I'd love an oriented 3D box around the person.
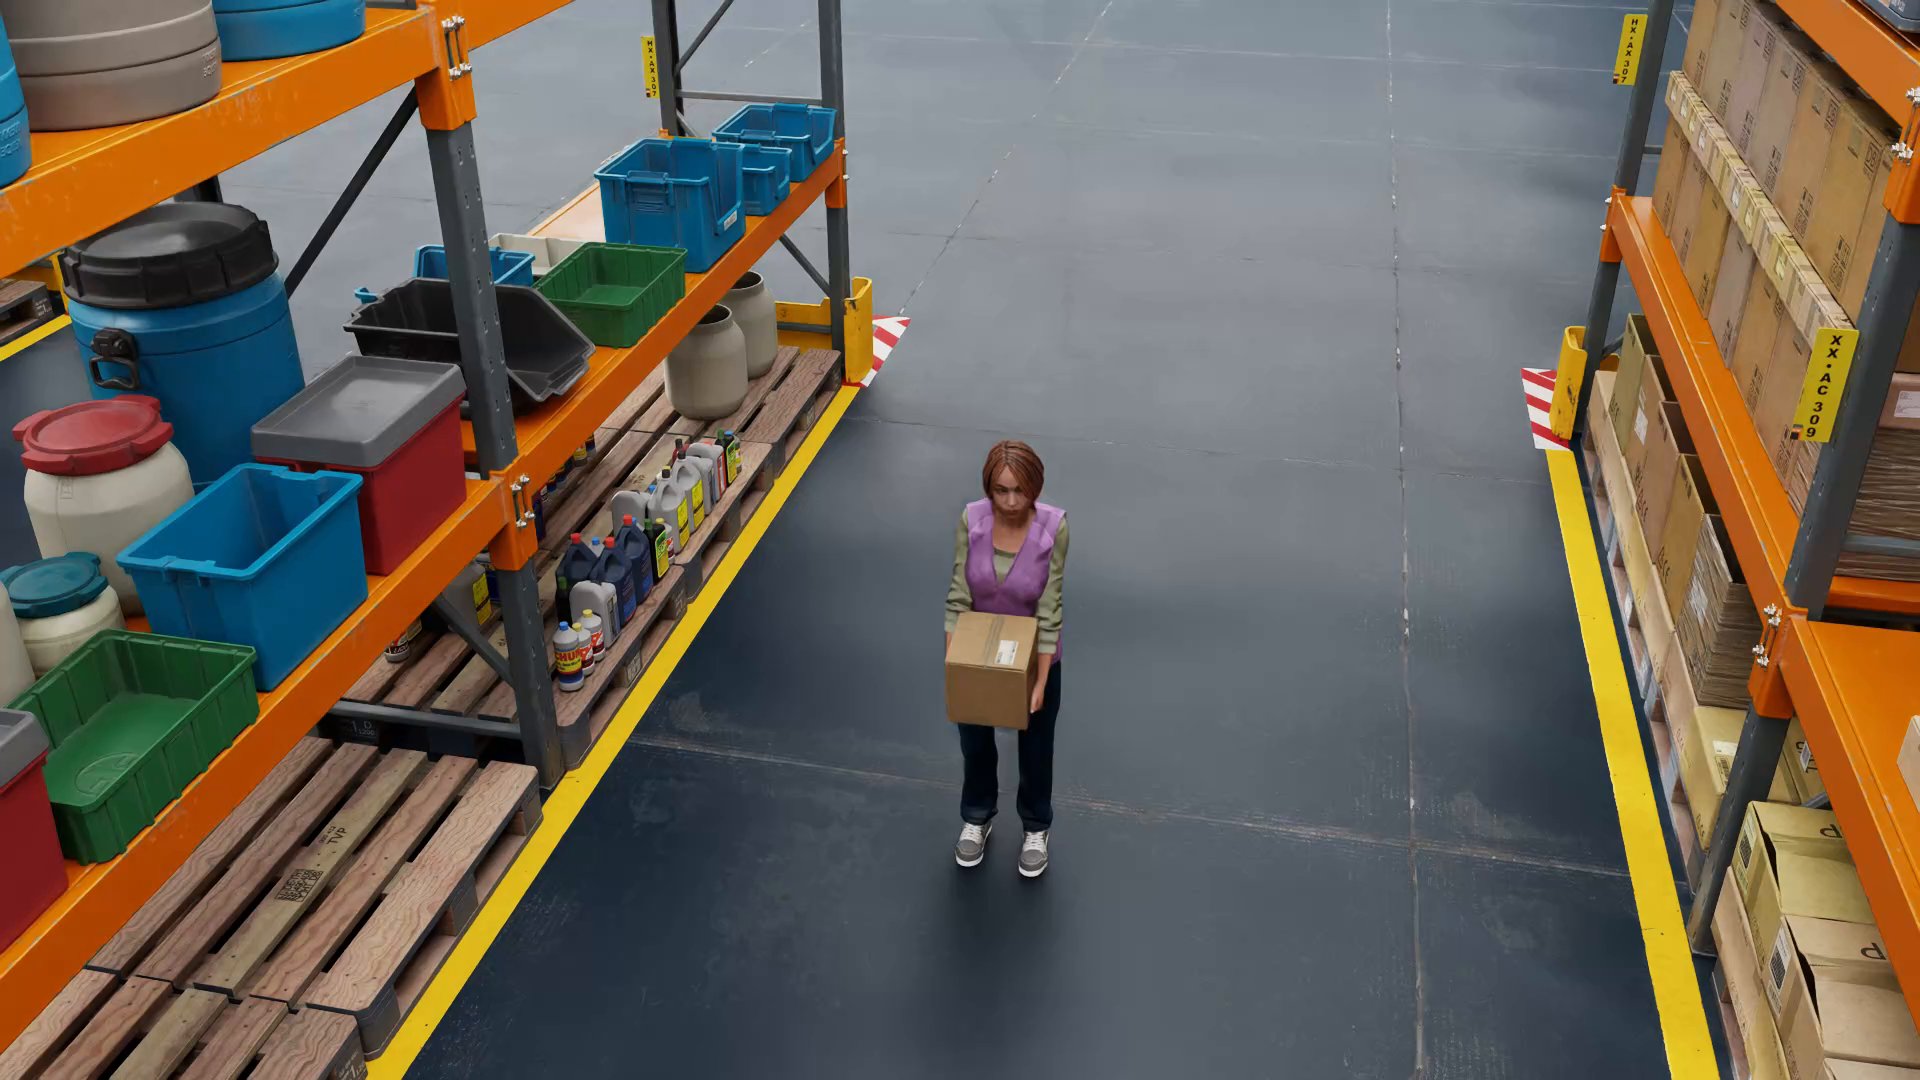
[{"bbox_3d":[0.147,0.424,5.384,0.375,1.598,0.508,5,30,10],"label":"person"}]
